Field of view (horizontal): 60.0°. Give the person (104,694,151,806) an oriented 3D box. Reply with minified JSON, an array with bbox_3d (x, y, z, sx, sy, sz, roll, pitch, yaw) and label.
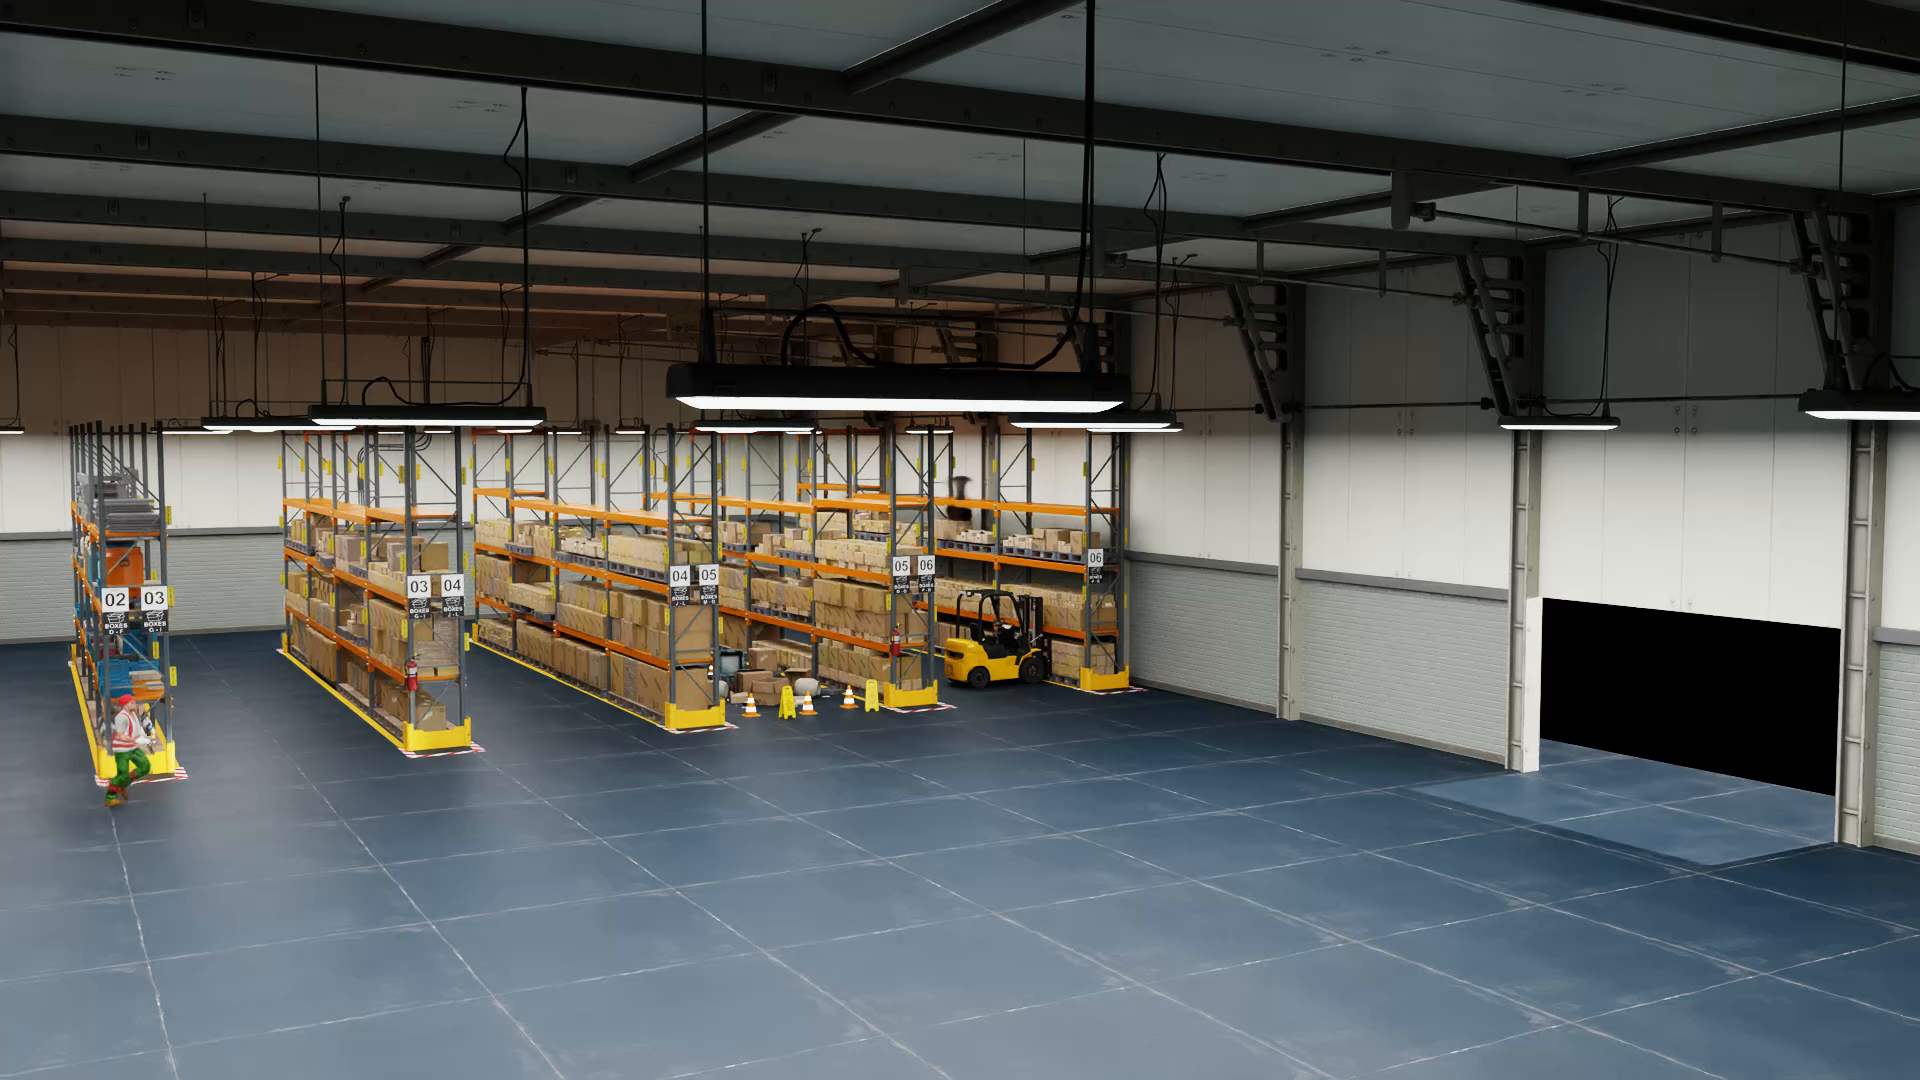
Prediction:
[{"bbox_3d":[-12.907,3.244,25.851,0.753,1.727,0.686,0,4,0],"label":"person"}]
